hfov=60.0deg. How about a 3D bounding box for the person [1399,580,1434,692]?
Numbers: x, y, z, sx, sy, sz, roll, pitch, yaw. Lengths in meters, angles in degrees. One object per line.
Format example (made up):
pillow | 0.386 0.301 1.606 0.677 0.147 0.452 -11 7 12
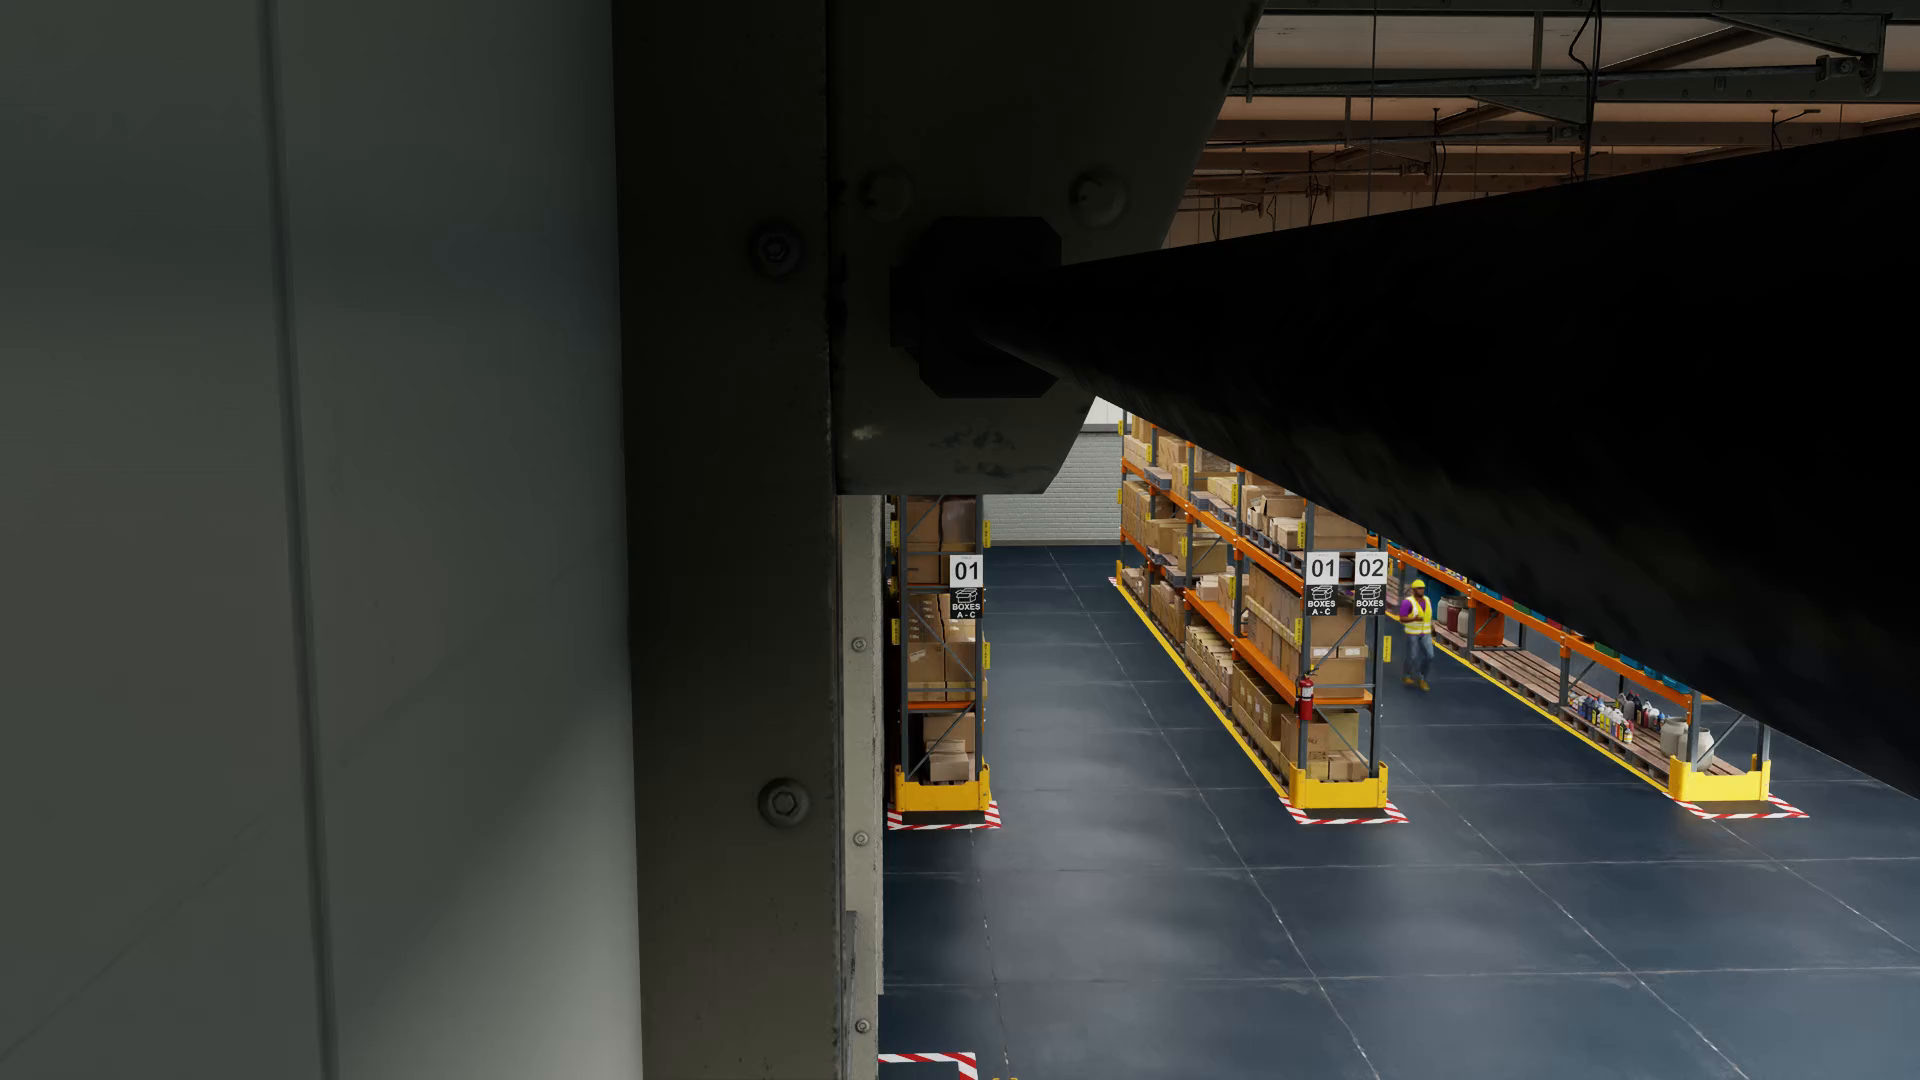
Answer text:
person | 7.361 1.535 26.711 0.663 1.812 0.706 -2 9 -12
